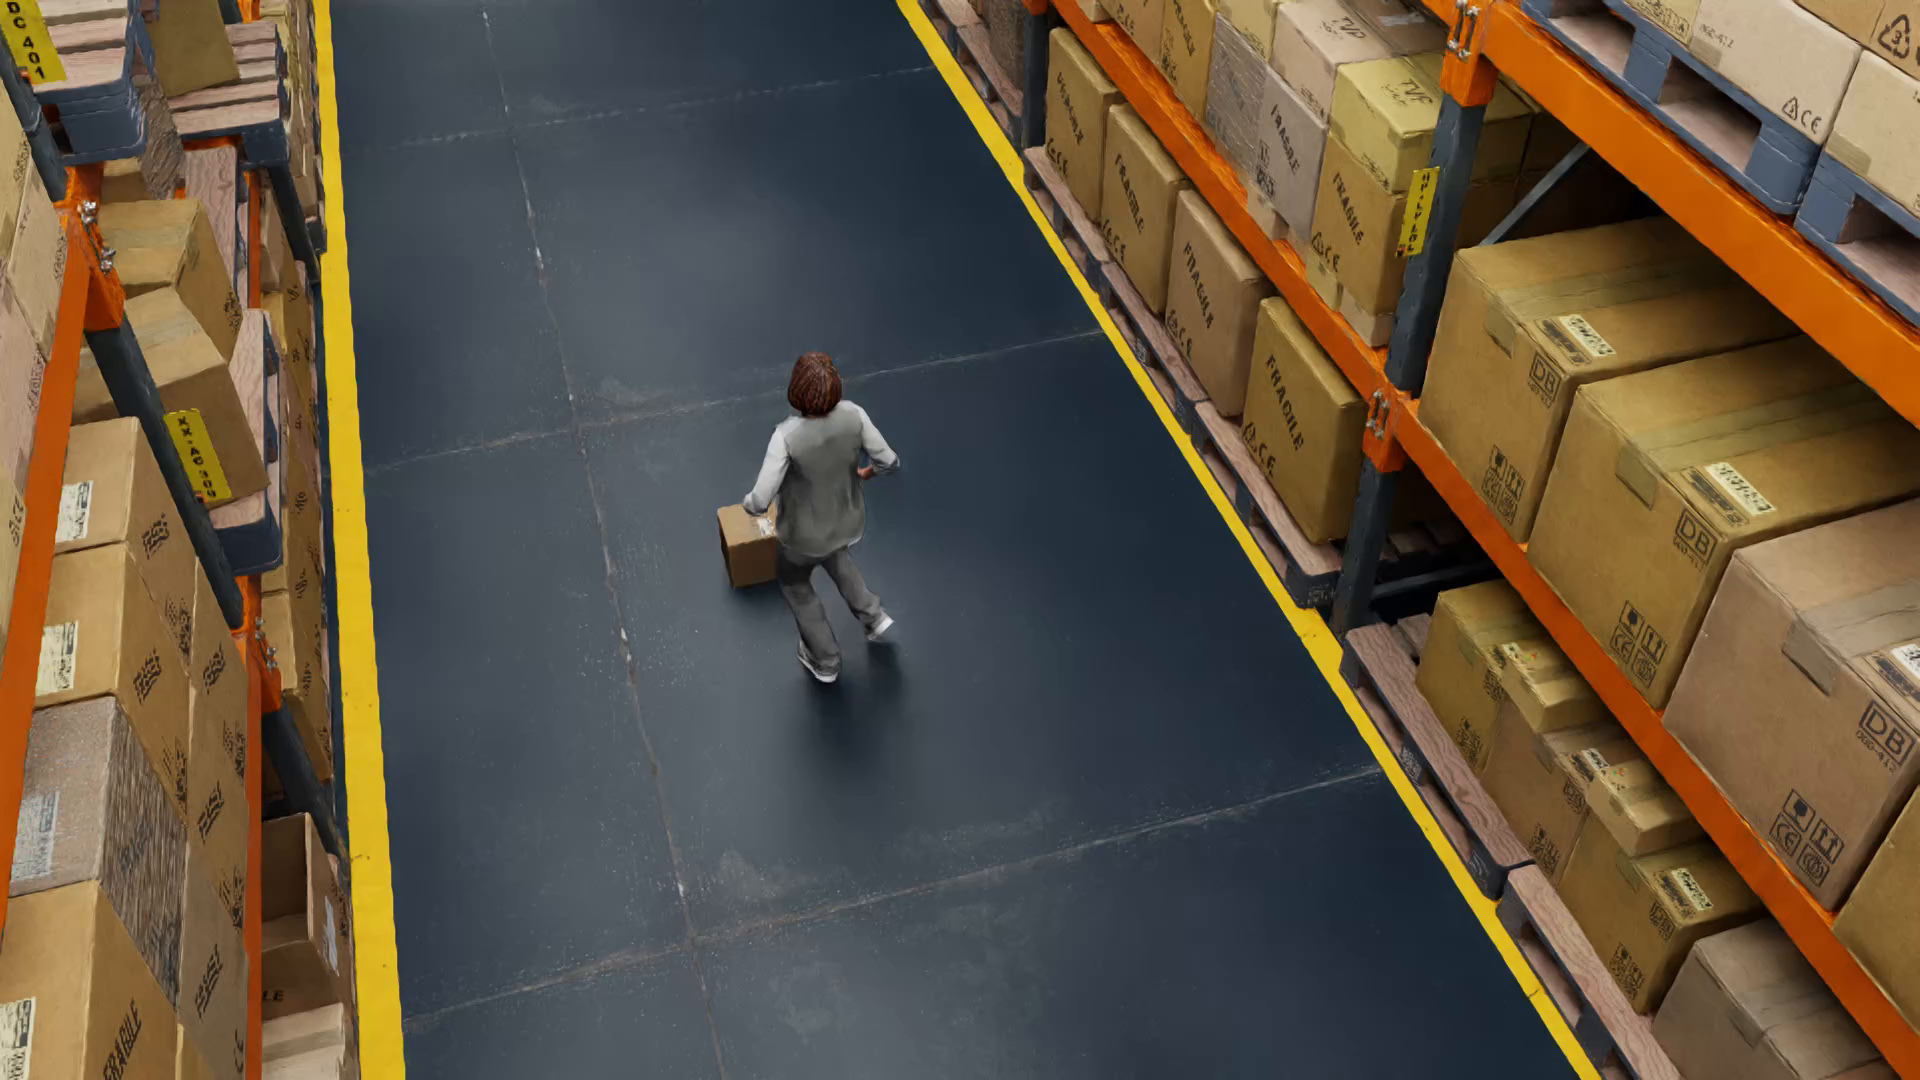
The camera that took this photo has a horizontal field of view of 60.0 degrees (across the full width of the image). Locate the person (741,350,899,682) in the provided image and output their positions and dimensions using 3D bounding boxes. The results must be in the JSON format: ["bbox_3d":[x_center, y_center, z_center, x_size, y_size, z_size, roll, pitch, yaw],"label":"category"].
[{"bbox_3d":[-0.568,-0.076,6.276,0.585,1.567,0.439,-30,51,-28],"label":"person"}]
